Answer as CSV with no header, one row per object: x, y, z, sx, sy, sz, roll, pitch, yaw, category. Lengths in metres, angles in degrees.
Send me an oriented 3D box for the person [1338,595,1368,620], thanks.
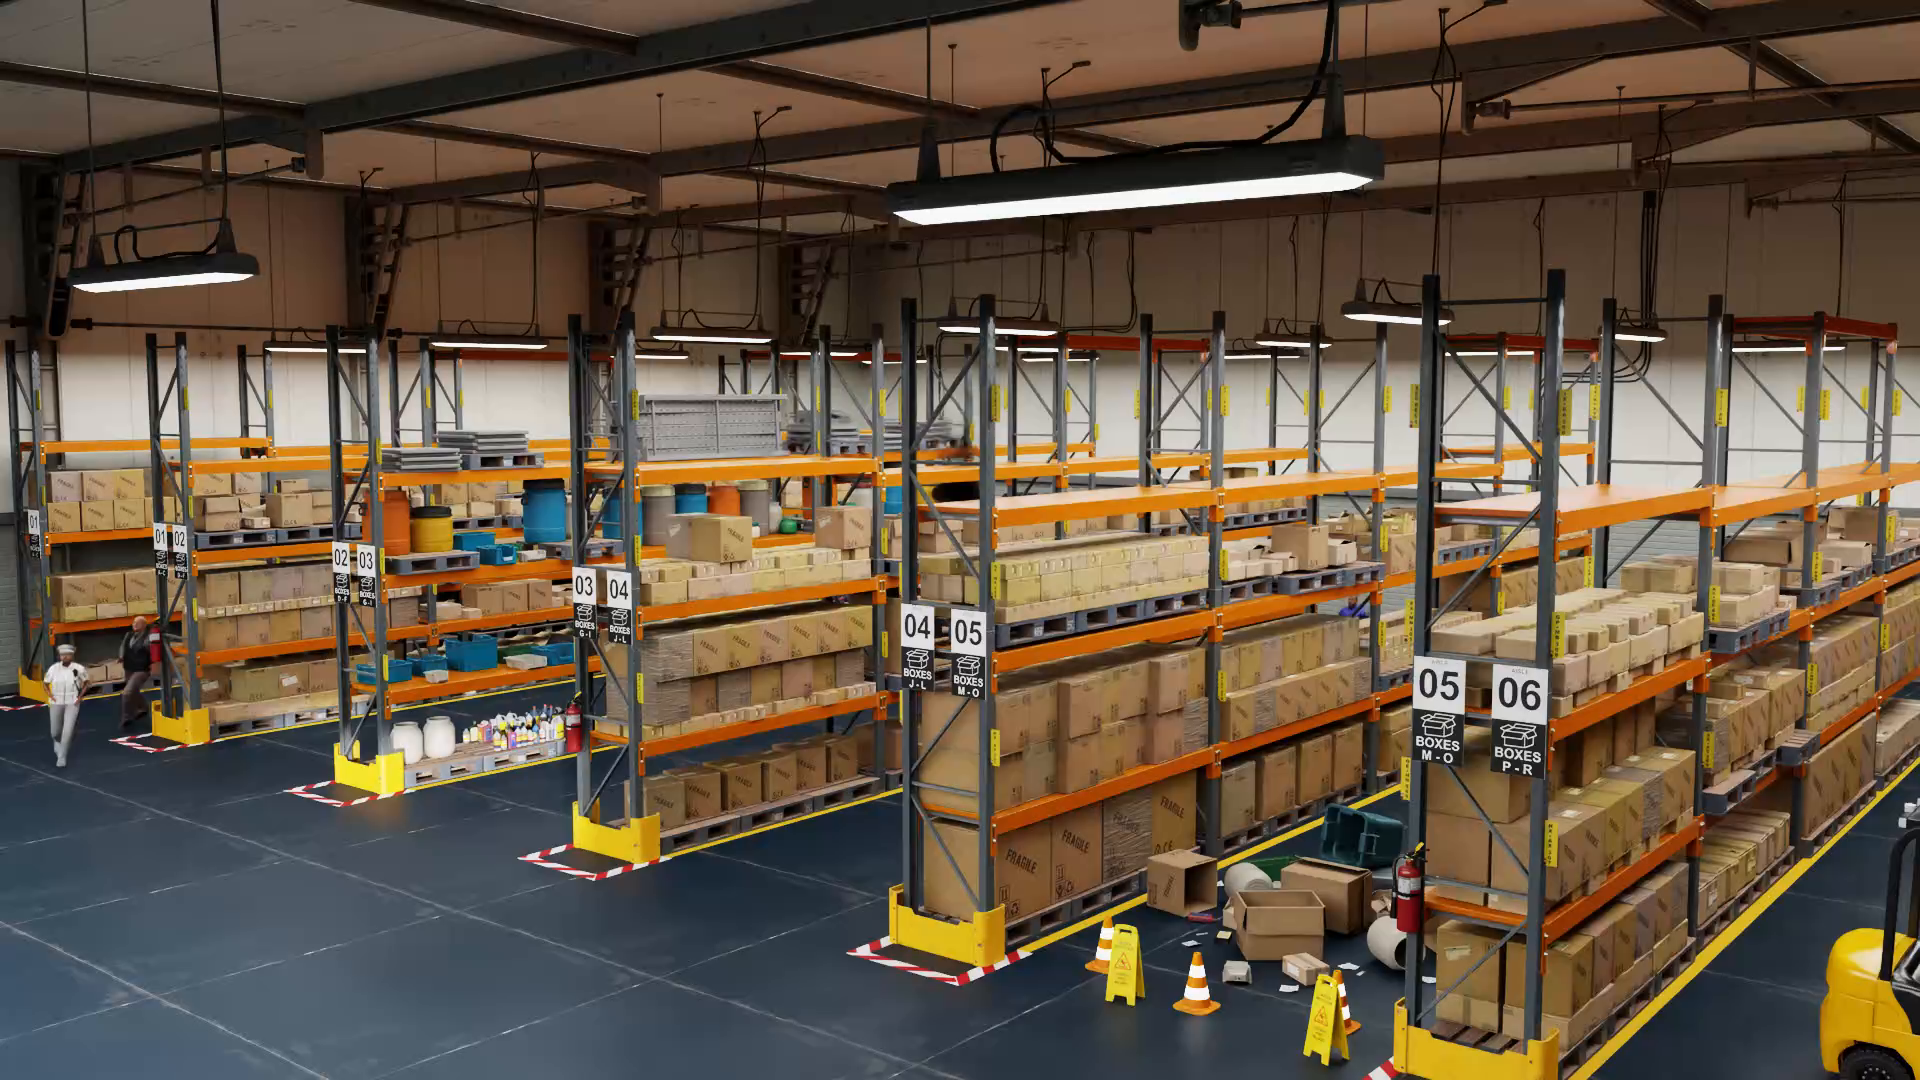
6.876,1.759,29.185,0.619,1.627,0.641,3,6,29,person

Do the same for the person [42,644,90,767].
-12.433,2.267,23.157,0.581,1.676,0.688,-2,6,-23,person

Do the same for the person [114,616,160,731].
-12.609,2.033,25.521,0.727,1.747,0.757,2,5,20,person
